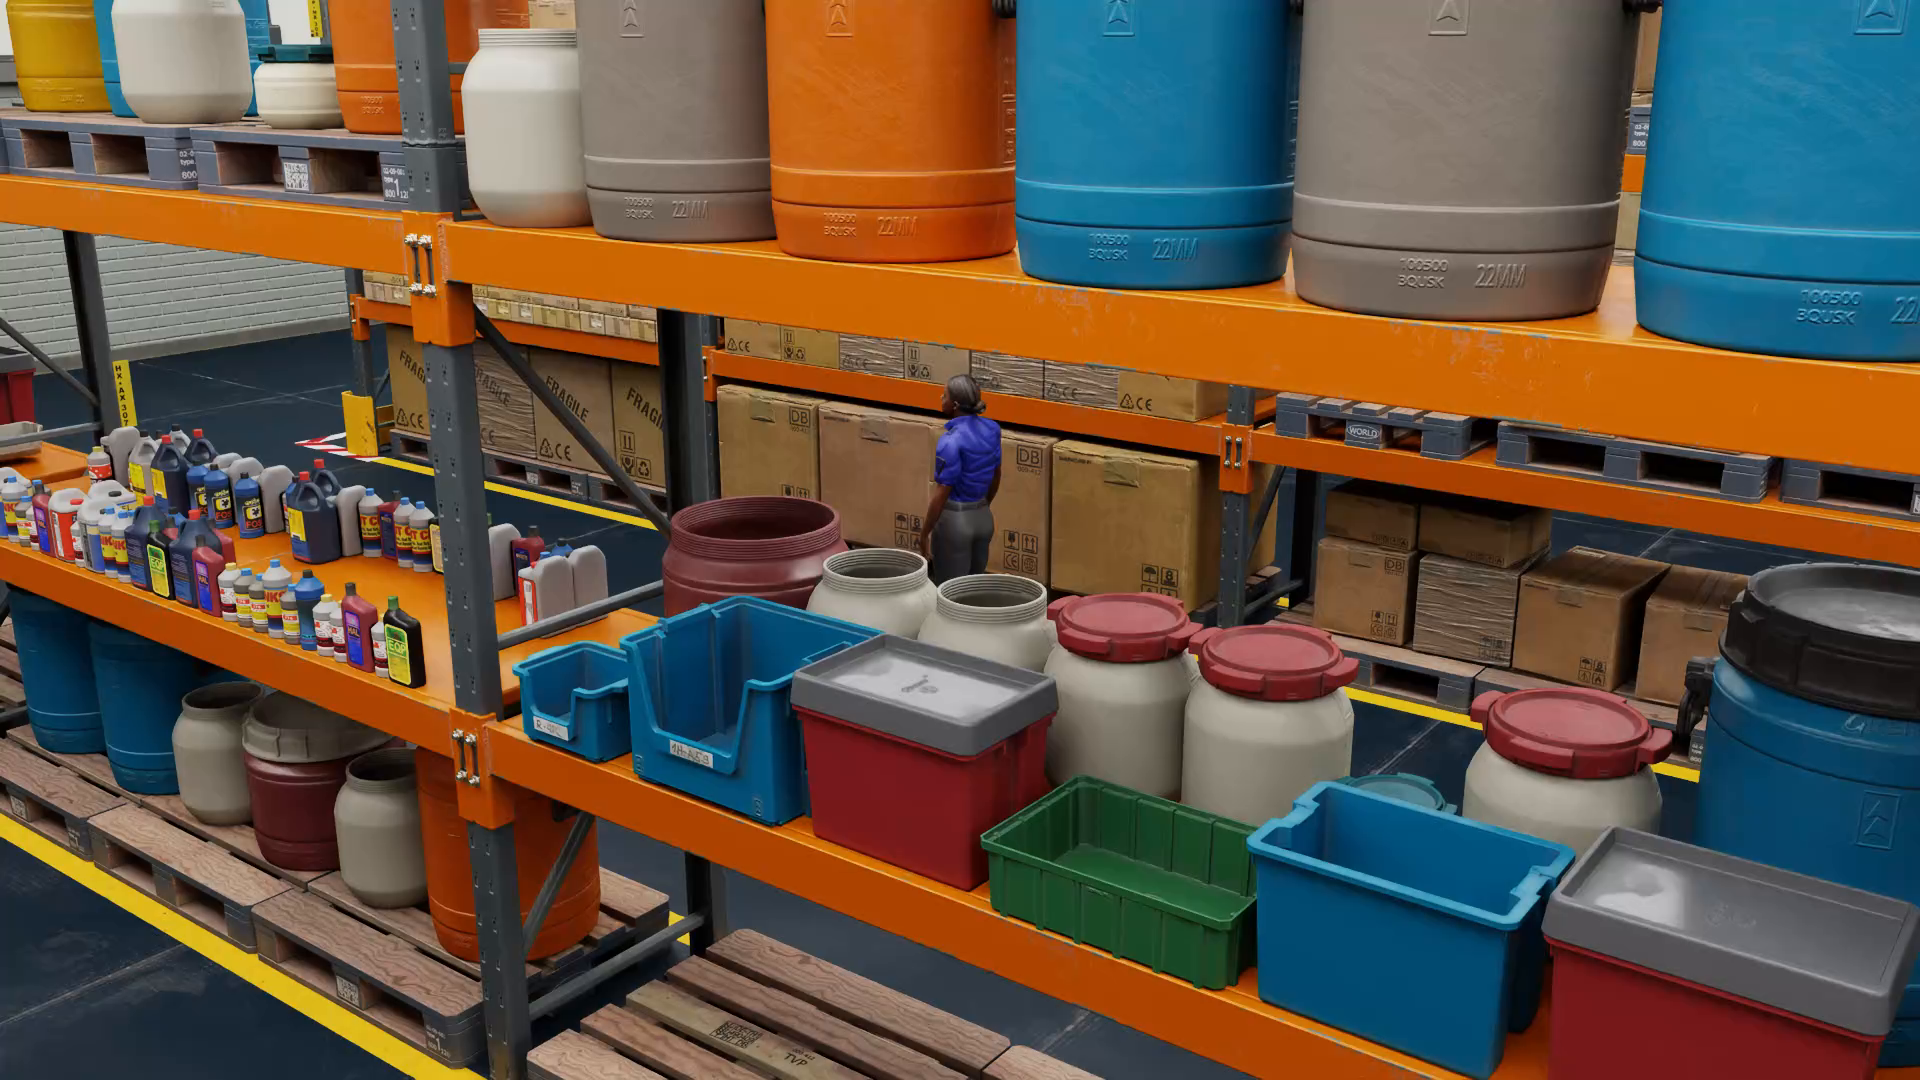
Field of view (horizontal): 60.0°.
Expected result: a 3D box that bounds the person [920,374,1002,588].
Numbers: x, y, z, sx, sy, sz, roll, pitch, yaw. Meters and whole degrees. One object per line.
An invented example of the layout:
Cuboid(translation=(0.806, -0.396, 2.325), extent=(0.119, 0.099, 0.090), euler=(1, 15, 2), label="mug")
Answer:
Cuboid(translation=(-0.048, -0.083, 8.796), extent=(0.503, 1.655, 0.568), euler=(13, 21, 37), label="person")
